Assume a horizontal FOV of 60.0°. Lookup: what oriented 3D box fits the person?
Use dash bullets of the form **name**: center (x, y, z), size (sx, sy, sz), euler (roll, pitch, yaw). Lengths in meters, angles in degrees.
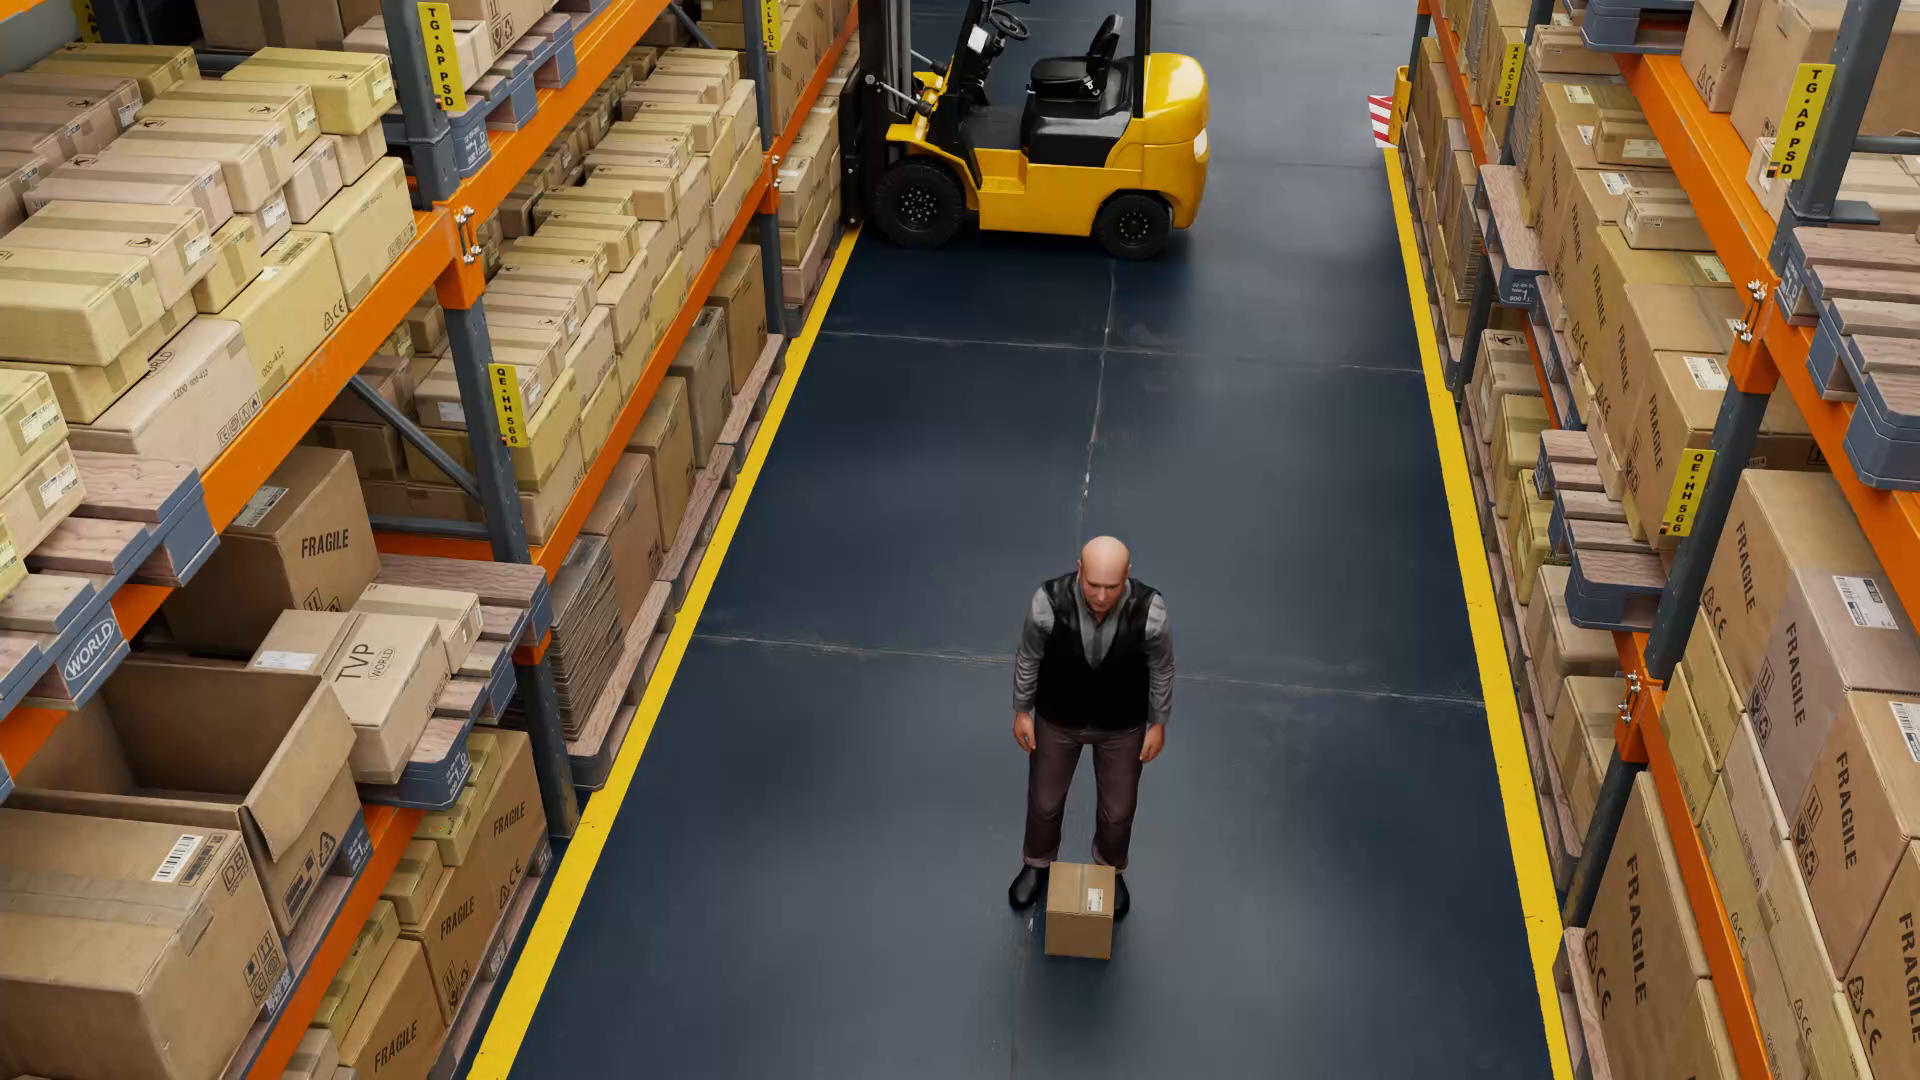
- **person**: center (0.484, 0.657, 6.153), size (0.580, 1.721, 0.414), euler (4, 36, 6)
